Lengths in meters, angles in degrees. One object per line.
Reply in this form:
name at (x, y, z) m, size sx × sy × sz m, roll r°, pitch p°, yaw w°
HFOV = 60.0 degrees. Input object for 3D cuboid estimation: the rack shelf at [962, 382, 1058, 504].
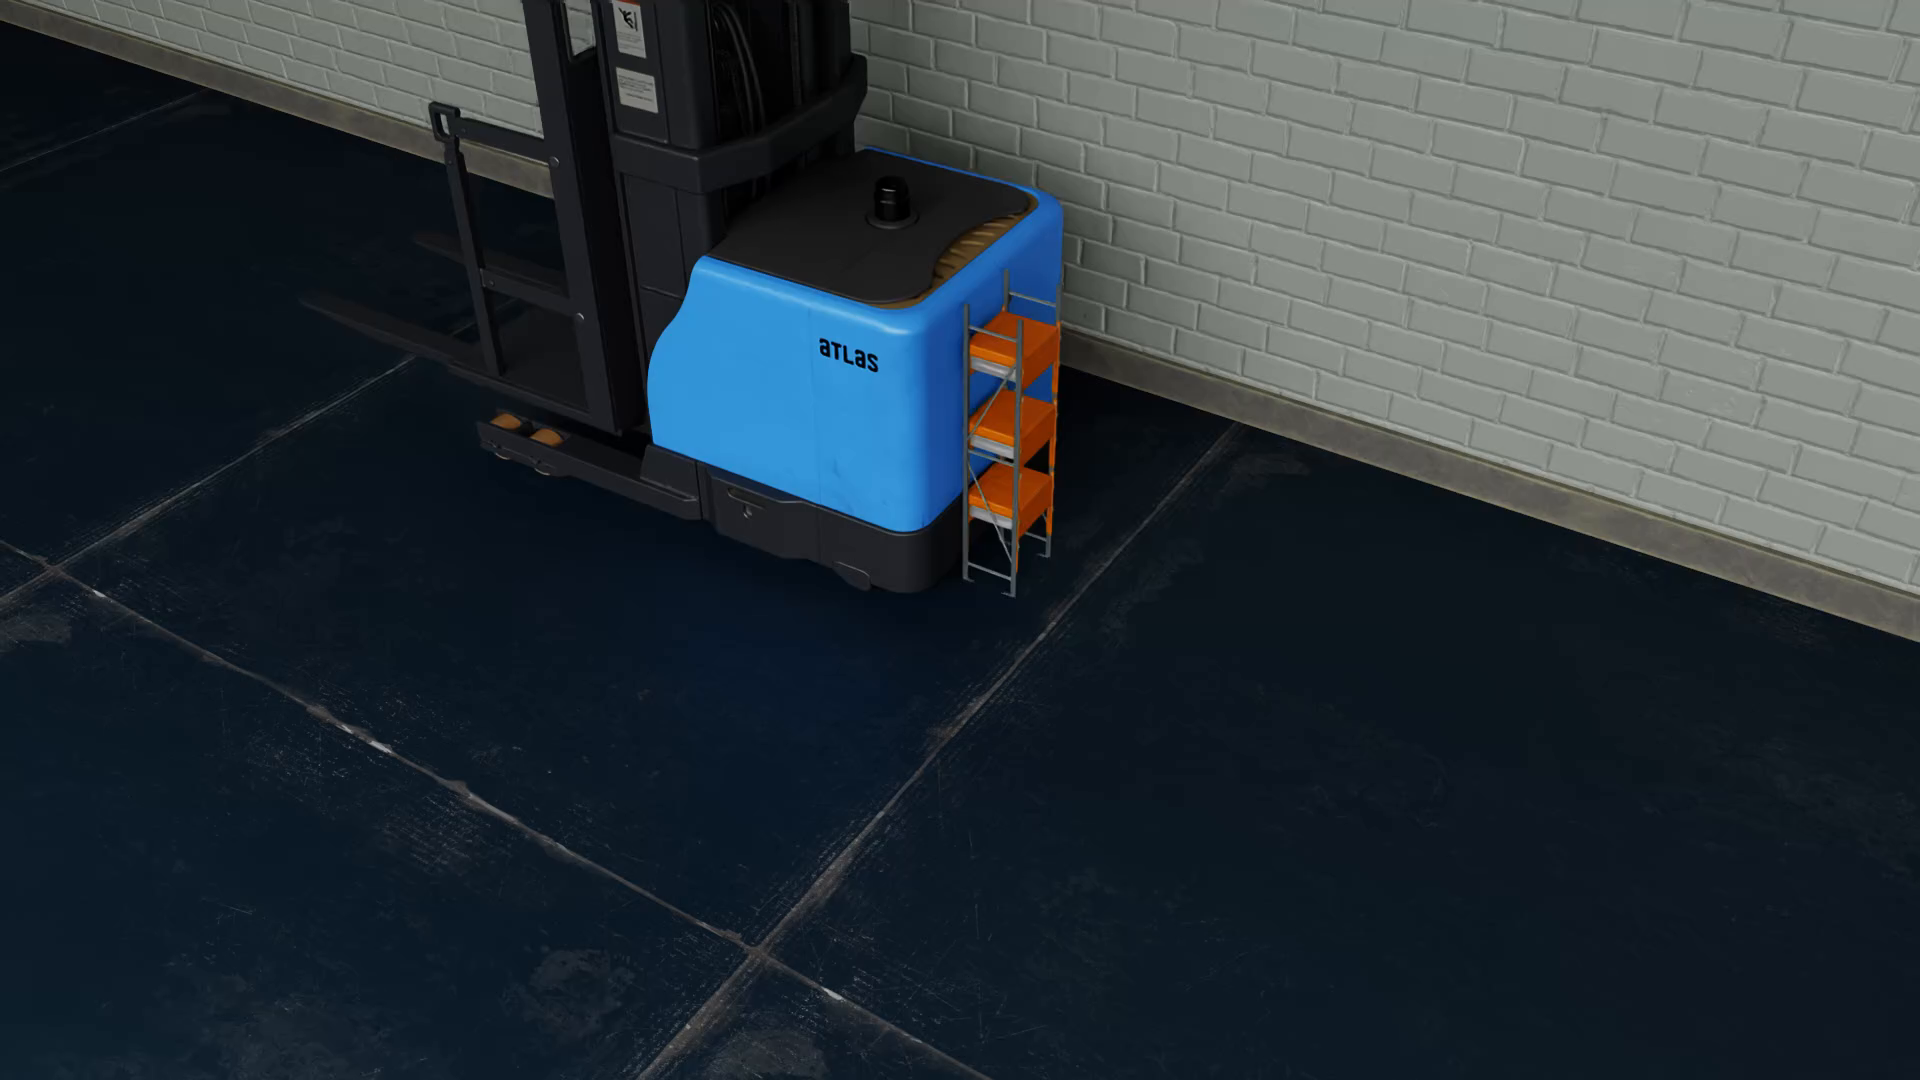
rack shelf at (0.160, -0.311, 5.311) m, size 0.215 × 0.259 × 0.240 m, roll 20°, pitch 42°, yaw 24°

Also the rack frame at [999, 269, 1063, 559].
rack frame at (0.222, -0.384, 5.388) m, size 0.200 × 1.050 × 0.008 m, roll 20°, pitch 42°, yaw 24°

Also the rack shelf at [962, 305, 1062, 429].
rack shelf at (0.160, -0.536, 5.138) m, size 0.215 × 0.259 × 0.240 m, roll 20°, pitch 42°, yaw 24°

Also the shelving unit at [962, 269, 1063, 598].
shelving unit at (0.160, -0.320, 5.305) m, size 0.215 × 1.050 × 0.252 m, roll 20°, pitch 42°, yaw 24°

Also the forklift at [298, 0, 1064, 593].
forklift at (-1.174, -1.653, 5.493) m, size 3.031 × 2.935 × 1.130 m, roll 20°, pitch 42°, yaw 24°

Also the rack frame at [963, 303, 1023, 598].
rack frame at (0.098, -0.256, 5.222) m, size 0.200 × 1.050 × 0.008 m, roll 20°, pitch 42°, yaw 24°

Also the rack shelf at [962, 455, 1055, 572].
rack shelf at (0.160, -0.091, 5.481) m, size 0.215 × 0.259 × 0.240 m, roll 20°, pitch 42°, yaw 24°
